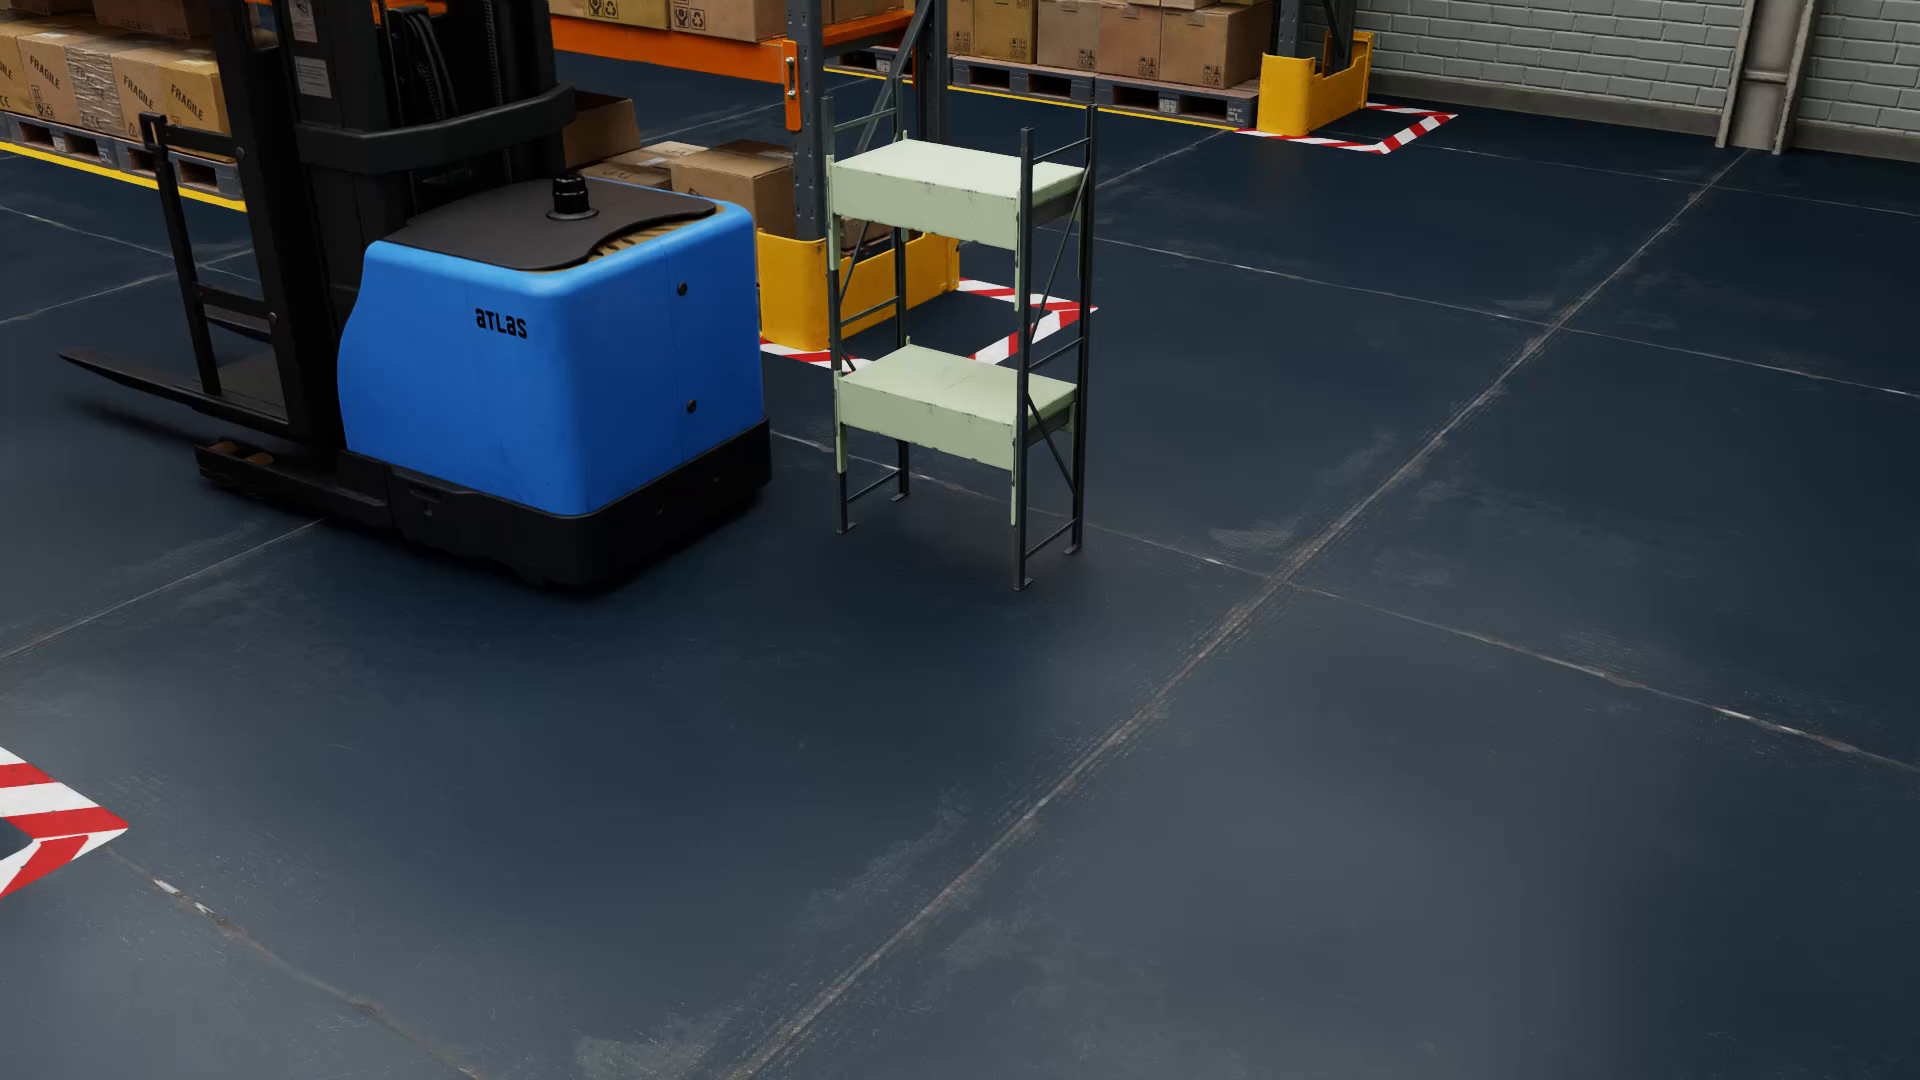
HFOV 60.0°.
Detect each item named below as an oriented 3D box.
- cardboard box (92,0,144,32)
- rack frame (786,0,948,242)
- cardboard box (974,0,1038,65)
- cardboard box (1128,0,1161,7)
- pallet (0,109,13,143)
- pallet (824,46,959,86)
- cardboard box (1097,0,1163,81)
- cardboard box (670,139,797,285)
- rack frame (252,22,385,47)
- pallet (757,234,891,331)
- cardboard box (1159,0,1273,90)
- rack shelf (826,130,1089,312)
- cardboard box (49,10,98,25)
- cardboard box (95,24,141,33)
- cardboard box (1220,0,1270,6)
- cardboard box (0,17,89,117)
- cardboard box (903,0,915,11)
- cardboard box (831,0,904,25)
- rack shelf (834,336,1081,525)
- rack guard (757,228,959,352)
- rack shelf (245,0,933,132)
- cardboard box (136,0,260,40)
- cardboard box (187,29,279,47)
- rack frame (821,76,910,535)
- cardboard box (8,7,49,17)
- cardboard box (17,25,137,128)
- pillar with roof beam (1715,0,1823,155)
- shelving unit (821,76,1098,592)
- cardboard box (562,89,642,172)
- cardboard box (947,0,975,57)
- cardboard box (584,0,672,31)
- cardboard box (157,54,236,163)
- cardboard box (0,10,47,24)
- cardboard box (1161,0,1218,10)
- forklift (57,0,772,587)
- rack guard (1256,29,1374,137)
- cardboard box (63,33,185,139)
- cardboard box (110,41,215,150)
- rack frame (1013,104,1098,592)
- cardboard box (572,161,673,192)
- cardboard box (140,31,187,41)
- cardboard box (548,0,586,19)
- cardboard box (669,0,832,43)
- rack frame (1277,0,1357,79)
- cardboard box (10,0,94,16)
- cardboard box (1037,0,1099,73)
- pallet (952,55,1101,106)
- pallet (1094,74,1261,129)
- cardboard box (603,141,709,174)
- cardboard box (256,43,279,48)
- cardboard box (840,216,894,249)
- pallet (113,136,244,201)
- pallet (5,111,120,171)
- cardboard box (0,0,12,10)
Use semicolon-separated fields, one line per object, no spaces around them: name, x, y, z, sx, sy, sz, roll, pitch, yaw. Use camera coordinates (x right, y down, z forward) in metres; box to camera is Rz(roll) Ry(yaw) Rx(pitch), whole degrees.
cardboard box;-5.183;-3.448;10.663;0.500;0.250;0.500;17;31;29
rack frame;-0.387;-2.404;7.167;0.127;3.000;1.000;17;32;30
cardboard box;0.510;-3.864;12.329;0.500;0.500;0.700;18;32;31
cardboard box;1.361;-3.792;11.472;0.250;0.149;0.380;18;32;32
pallet;-6.387;-3.010;11.432;1.213;0.211;1.003;17;32;30
pallet;-0.300;-3.817;13.018;1.213;0.211;1.003;17;32;30
cardboard box;1.368;-3.601;11.812;0.500;0.500;0.700;17;32;30
cardboard box;-0.975;-1.534;7.728;0.500;0.500;0.500;17;32;30
rack frame;-3.684;-3.431;9.185;0.127;3.000;1.000;17;32;30
pallet;-1.107;-1.385;8.239;1.213;0.211;1.003;17;32;30
cardboard box;1.781;-3.473;11.559;0.500;0.500;0.700;17;32;30
rack shelf;-0.006;-1.018;5.236;0.720;0.370;0.431;17;32;30
cardboard box;-5.651;-3.255;11.110;0.500;0.500;0.500;16;31;29
cardboard box;-5.215;-3.123;10.850;0.500;0.500;0.500;16;31;28
cardboard box;1.997;-3.804;11.496;0.250;0.149;0.380;18;32;31
cardboard box;-5.923;-3.054;10.714;0.500;0.500;0.500;17;31;30
cardboard box;-0.324;-4.127;12.845;0.500;0.500;0.700;18;32;31
cardboard box;-0.604;-2.661;7.562;0.500;0.500;0.500;18;32;31
rack shelf;-0.006;-0.380;5.561;0.720;0.370;0.431;17;32;30
rack guard;-0.450;-1.310;7.772;0.348;0.500;1.175;17;32;30
rack shelf;-2.036;-2.597;8.339;4.000;0.370;1.077;17;32;30
cardboard box;-4.769;-3.320;10.410;0.500;0.250;0.500;17;32;30
cardboard box;-4.391;-2.862;10.337;0.500;0.500;0.500;18;32;31
rack frame;-0.307;-0.764;5.598;0.023;1.500;0.400;17;32;30
cardboard box;-6.078;-3.388;11.371;0.500;0.500;0.500;19;32;32
cardboard box;-5.490;-2.922;10.455;0.500;0.500;0.500;16;31;29
pillar with roof beam;2.692;-4.951;5.558;0.400;9.000;9.100;17;32;30
shelving unit;-0.006;-0.670;5.413;0.755;1.500;0.431;17;32;30
cardboard box;-2.133;-2.034;8.708;0.637;0.503;0.797;17;32;30
cardboard box;0.088;-3.997;12.589;0.500;0.500;0.700;17;32;30
cardboard box;-1.340;-2.594;7.430;0.500;0.500;0.500;18;32;31
cardboard box;-4.253;-2.533;9.691;0.500;0.500;0.500;17;32;30
cardboard box;-6.333;-3.184;10.971;0.500;0.500;0.500;16;31;29
cardboard box;1.572;-3.727;11.343;0.250;0.149;0.380;17;31;30
forklift;-2.207;-1.642;5.744;3.031;2.935;1.130;16;31;28
rack guard;2.434;-3.137;11.363;0.348;0.500;1.175;17;32;30
cardboard box;-5.069;-2.792;10.200;0.500;0.500;0.500;18;32;31
cardboard box;-4.656;-2.663;9.947;0.500;0.500;0.500;17;32;30
rack frame;0.296;-0.576;5.229;0.023;1.500;0.400;17;32;30
cardboard box;-1.741;-1.678;8.286;0.500;0.250;0.500;17;32;30
cardboard box;-4.799;-2.993;10.594;0.500;0.500;0.500;18;32;31
cardboard box;-1.748;-2.724;7.685;0.500;0.500;0.500;18;32;31
cardboard box;-0.910;-2.462;7.170;0.500;0.500;0.500;18;32;32
rack frame;2.414;-4.257;10.808;0.127;3.000;1.000;17;32;30
cardboard box;-6.029;-3.709;11.176;0.500;0.250;0.500;19;32;32
cardboard box;0.953;-3.730;12.065;0.500;0.500;0.700;16;31;29
pallet;0.710;-3.504;12.403;1.213;0.211;1.003;17;32;30
pallet;1.711;-3.190;11.786;1.213;0.211;1.003;17;32;30
cardboard box;-1.499;-1.877;8.678;0.500;0.250;0.500;17;32;30
cardboard box;-3.945;-2.729;10.076;0.500;0.500;0.500;16;31;28
cardboard box;-0.538;-1.566;8.178;0.250;0.149;0.380;17;32;30
pallet;-4.376;-2.383;10.200;1.213;0.211;1.003;17;32;30
pallet;-5.386;-2.696;10.816;1.213;0.211;1.003;17;32;30
cardboard box;-7.247;-3.914;12.085;0.500;0.311;0.500;19;32;32
